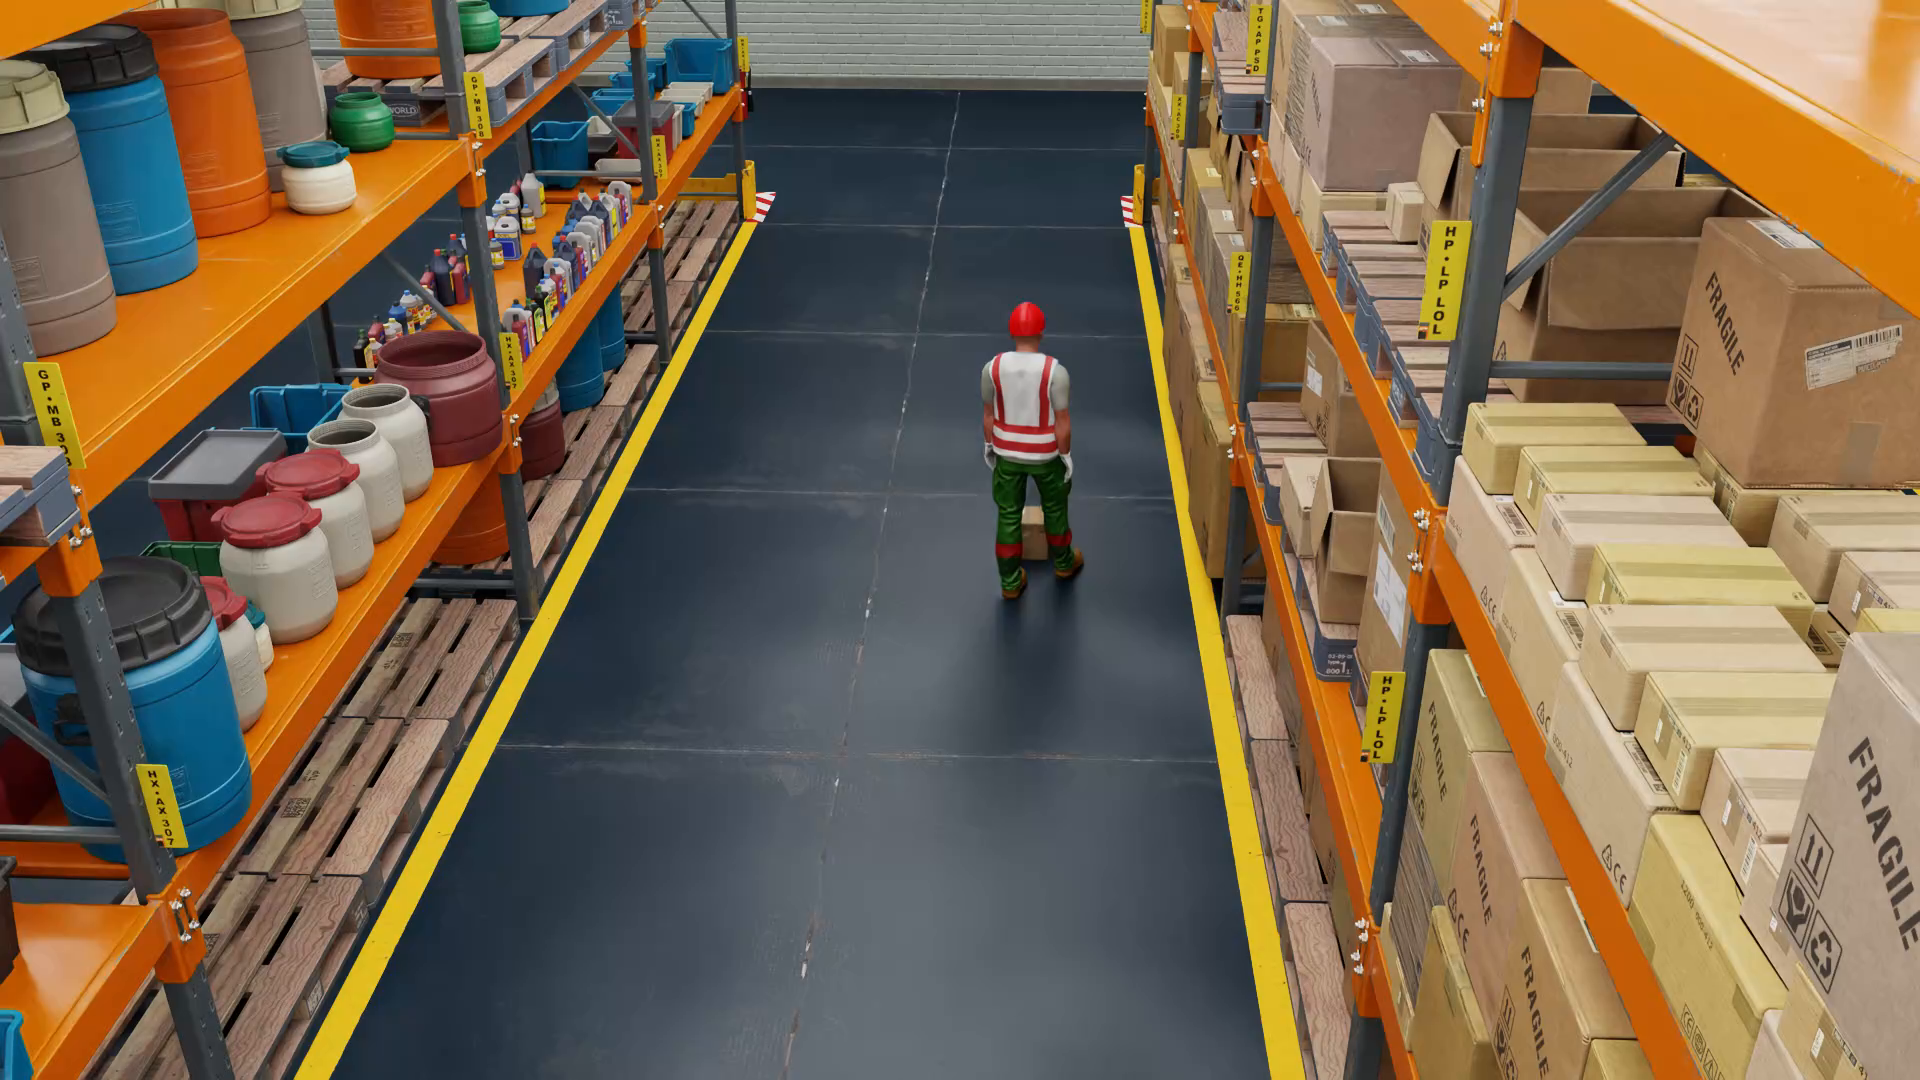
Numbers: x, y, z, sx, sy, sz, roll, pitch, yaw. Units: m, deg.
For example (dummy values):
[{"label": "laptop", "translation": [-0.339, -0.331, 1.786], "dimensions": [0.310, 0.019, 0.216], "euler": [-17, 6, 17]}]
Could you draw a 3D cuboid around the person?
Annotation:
[{"label": "person", "translation": [0.432, -0.563, 9.647], "dimensions": [0.566, 1.791, 0.600], "euler": [6, 28, 11]}]
